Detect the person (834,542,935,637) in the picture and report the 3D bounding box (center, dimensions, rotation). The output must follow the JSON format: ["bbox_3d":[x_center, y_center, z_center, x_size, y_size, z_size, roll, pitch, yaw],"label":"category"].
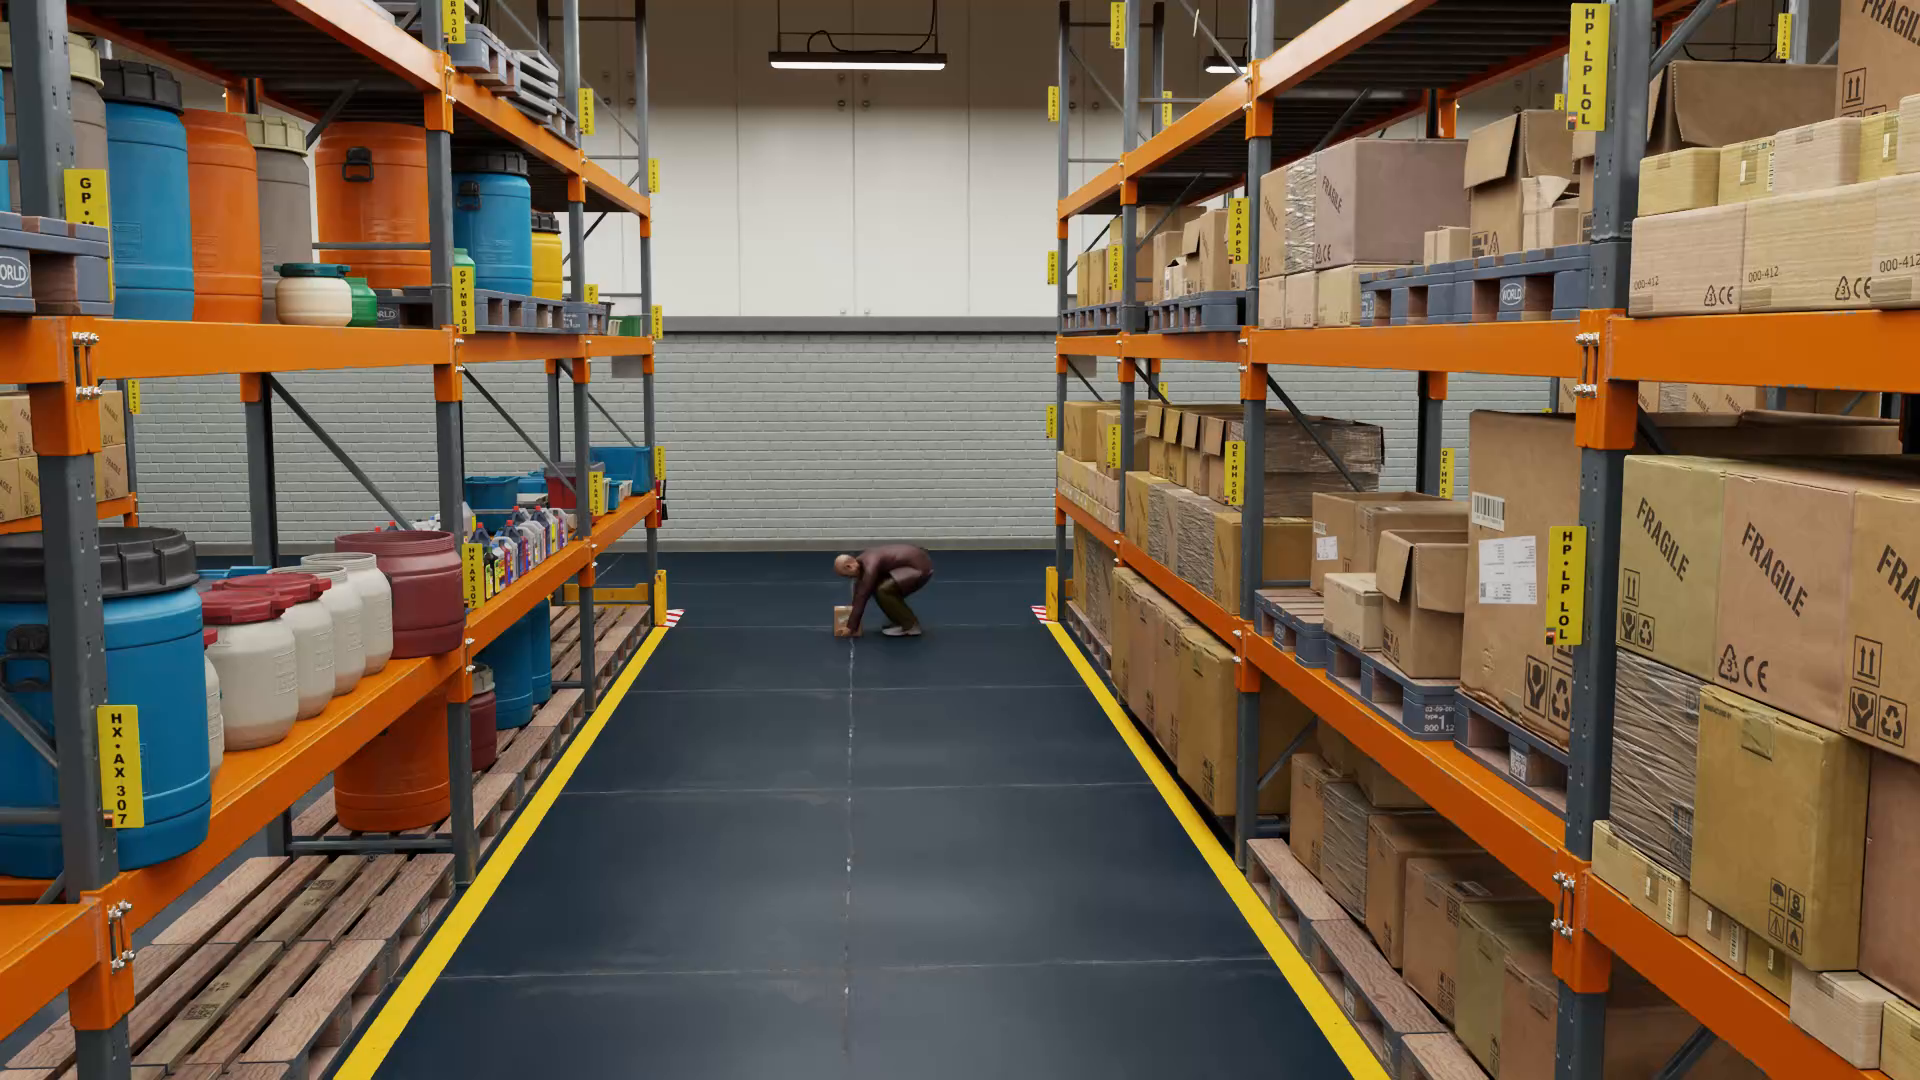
[{"bbox_3d":[-0.716,0.470,15.777,0.953,0.886,0.591,-1,7,-6],"label":"person"}]
